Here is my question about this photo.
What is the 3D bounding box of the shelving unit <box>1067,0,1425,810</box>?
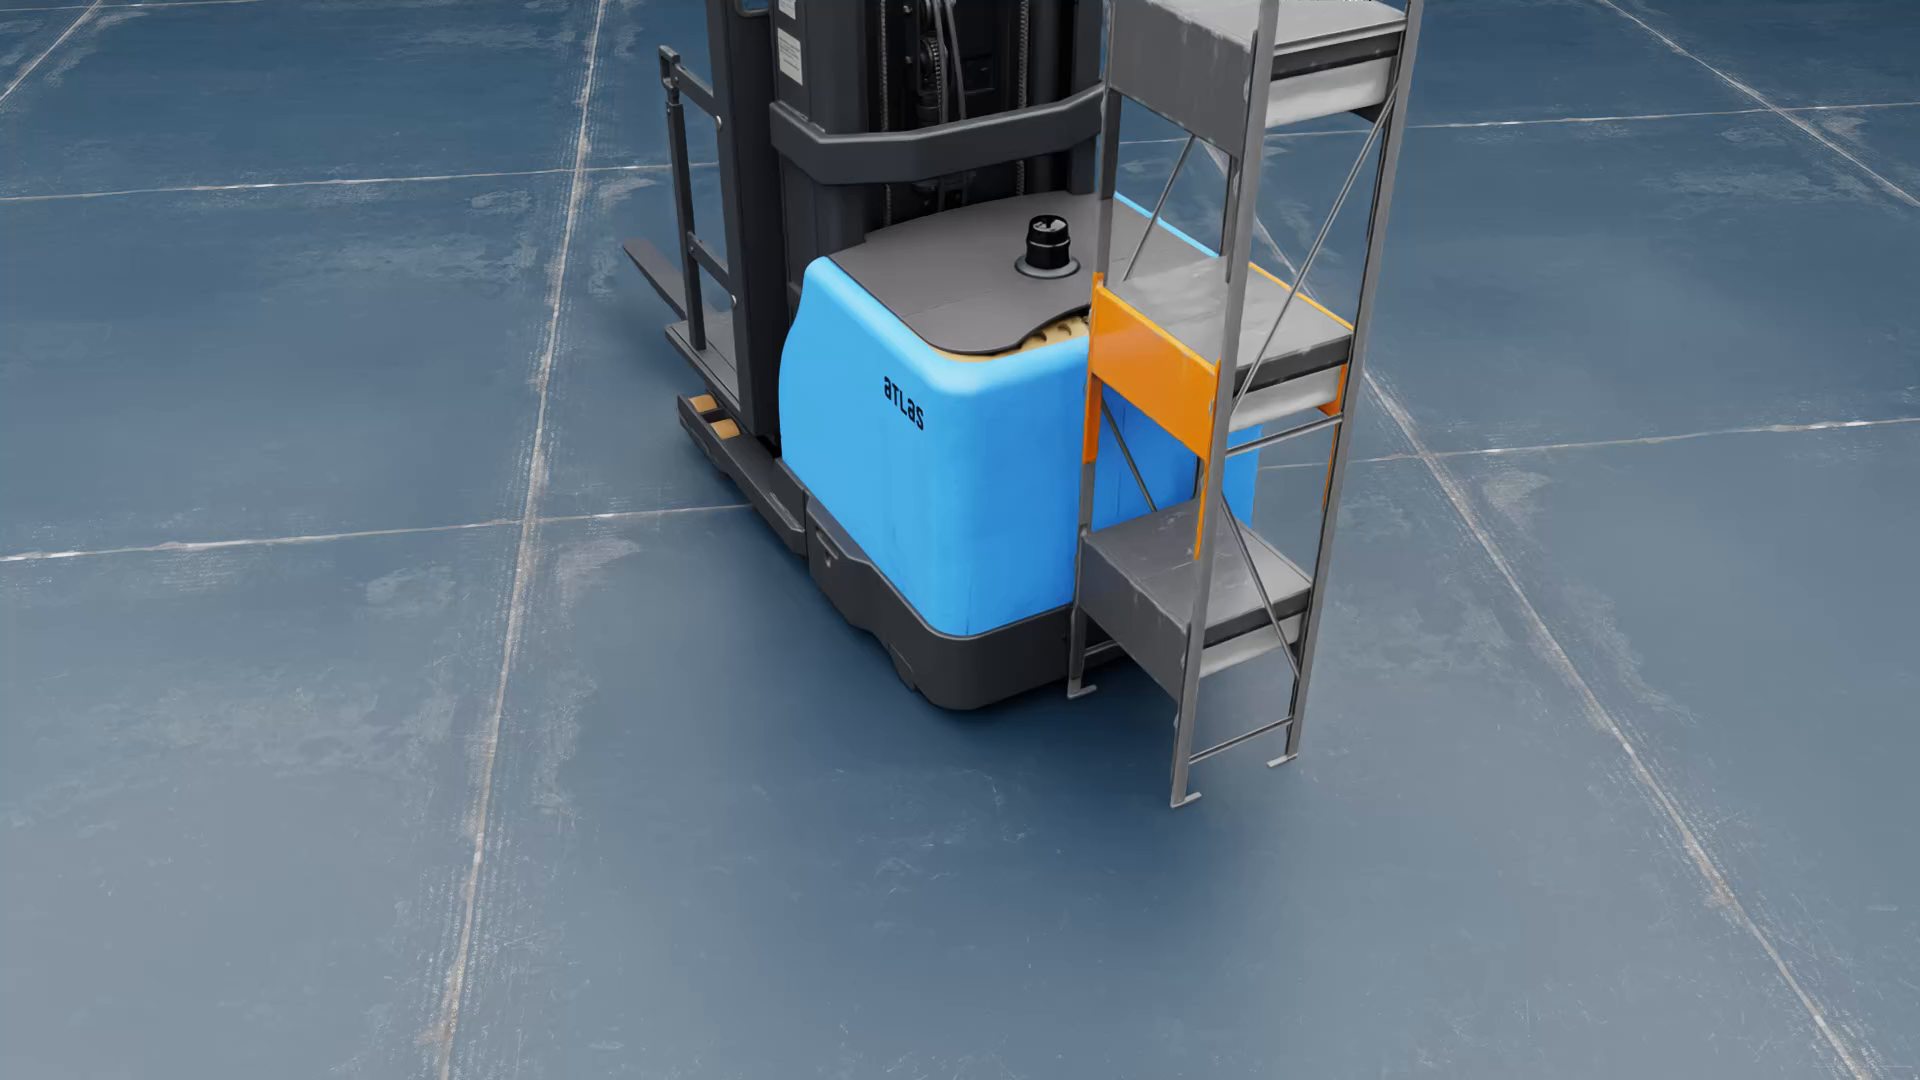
[{"bbox_3d":[0.603,-0.352,3.894,0.431,2.100,0.503,-18,39,-24],"label":"shelving unit"}]

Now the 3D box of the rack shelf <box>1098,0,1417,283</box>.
[{"bbox_3d":[0.609,-0.913,3.499,0.431,0.518,0.480,-18,39,-24],"label":"rack shelf"}]

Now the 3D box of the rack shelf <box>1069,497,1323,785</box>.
[{"bbox_3d":[0.597,0.231,4.305,0.431,0.518,0.480,-18,39,-24],"label":"rack shelf"}]

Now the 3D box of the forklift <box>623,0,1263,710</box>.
[{"bbox_3d":[-0.313,-1.563,4.940,1.130,2.935,3.031,-17,38,-24],"label":"forklift"}]

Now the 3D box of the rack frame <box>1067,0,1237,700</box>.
[{"bbox_3d":[0.483,-0.475,4.067,0.400,2.100,0.015,-18,39,-24],"label":"rack frame"}]

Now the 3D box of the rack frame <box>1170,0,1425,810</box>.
[{"bbox_3d":[0.723,-0.229,3.721,0.400,2.100,0.015,-18,39,-24],"label":"rack frame"}]

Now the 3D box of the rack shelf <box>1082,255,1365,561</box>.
[{"bbox_3d":[0.603,-0.341,3.902,0.431,0.518,0.480,-18,39,-24],"label":"rack shelf"}]
